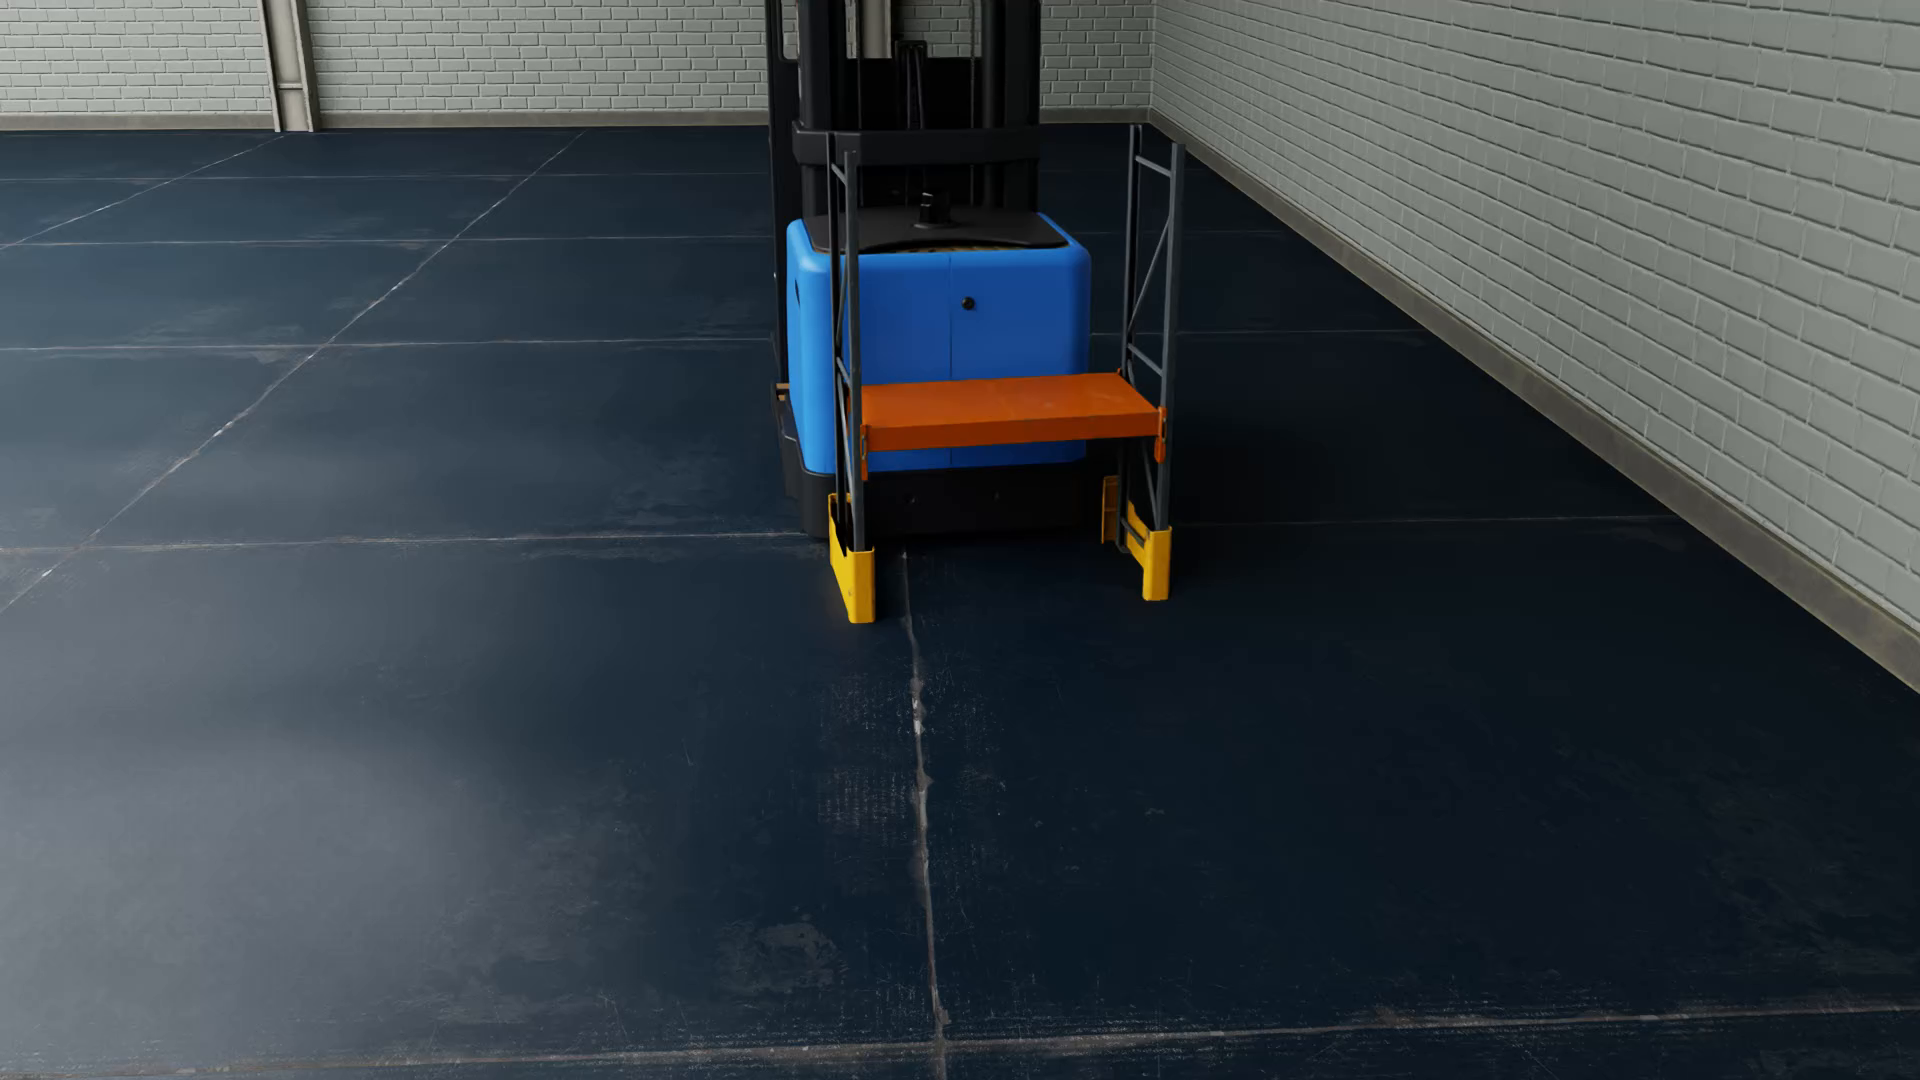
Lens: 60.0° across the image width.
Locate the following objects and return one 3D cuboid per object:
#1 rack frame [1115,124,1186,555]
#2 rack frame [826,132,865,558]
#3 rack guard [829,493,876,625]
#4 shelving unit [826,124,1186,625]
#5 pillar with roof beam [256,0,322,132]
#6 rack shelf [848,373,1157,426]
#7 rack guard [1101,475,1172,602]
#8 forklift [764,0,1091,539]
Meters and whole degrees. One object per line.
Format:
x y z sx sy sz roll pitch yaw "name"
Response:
0.630 -0.599 5.587 0.032 1.500 0.500 -4 21 -10 "rack frame"
-0.368 -0.530 5.405 0.032 1.500 0.500 -4 21 -10 "rack frame"
-0.367 0.054 5.628 0.087 0.250 0.587 -4 21 -10 "rack guard"
0.122 -0.564 5.494 1.083 1.500 0.587 -4 21 -10 "shelving unit"
-6.662 -6.963 11.761 0.400 9.000 9.100 -1 21 -3 "pillar with roof beam"
0.131 -0.459 5.536 0.952 0.026 0.459 -4 21 -10 "rack shelf"
0.611 -0.014 5.806 0.087 0.250 0.587 -4 21 -10 "rack guard"
-15.179 -3.091 10.120 29.544 2.935 14.453 -3 21 -8 "forklift"
